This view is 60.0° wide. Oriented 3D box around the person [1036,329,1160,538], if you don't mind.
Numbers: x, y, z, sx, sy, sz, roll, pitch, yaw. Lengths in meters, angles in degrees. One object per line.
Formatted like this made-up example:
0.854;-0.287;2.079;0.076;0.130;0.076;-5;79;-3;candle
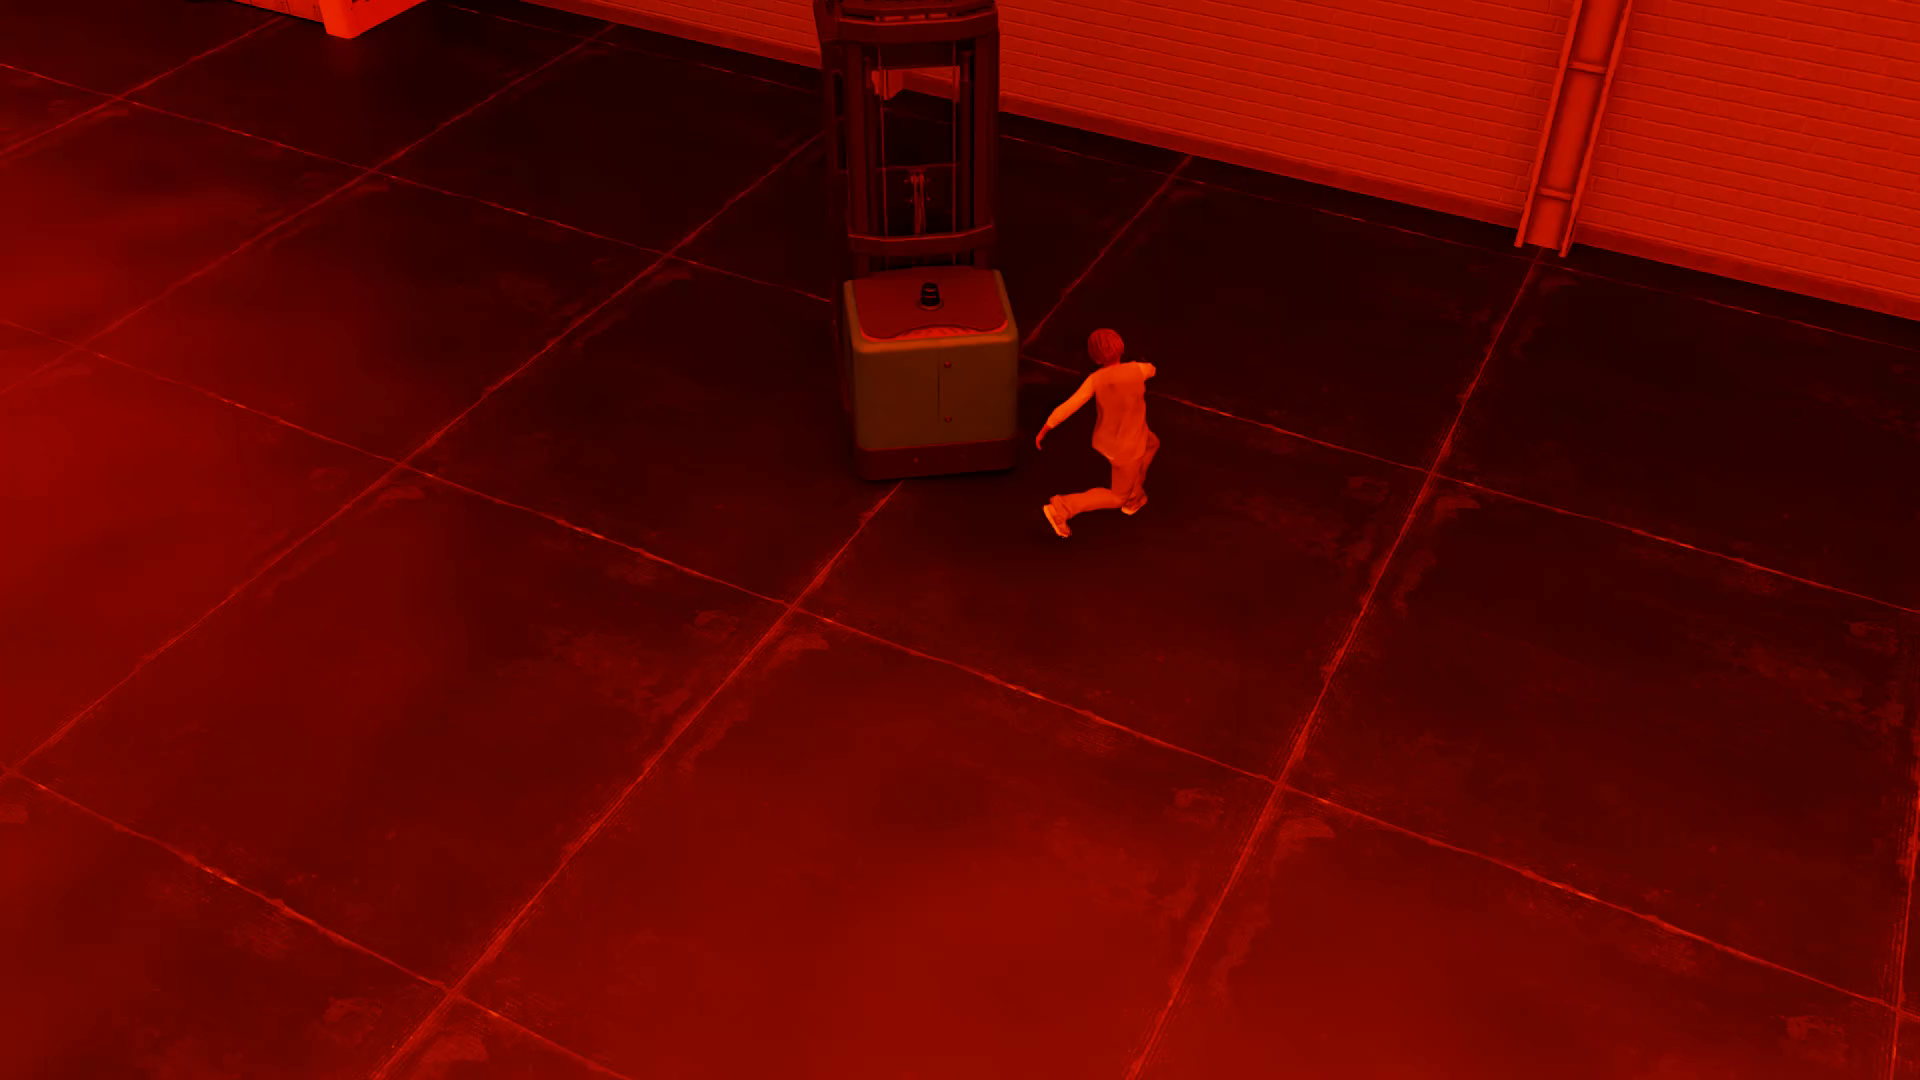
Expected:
0.845;-0.646;10.027;0.576;1.358;0.848;33;50;33;person

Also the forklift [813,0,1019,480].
-0.337;-2.449;10.895;1.130;2.935;3.031;-5;40;-6;forklift
